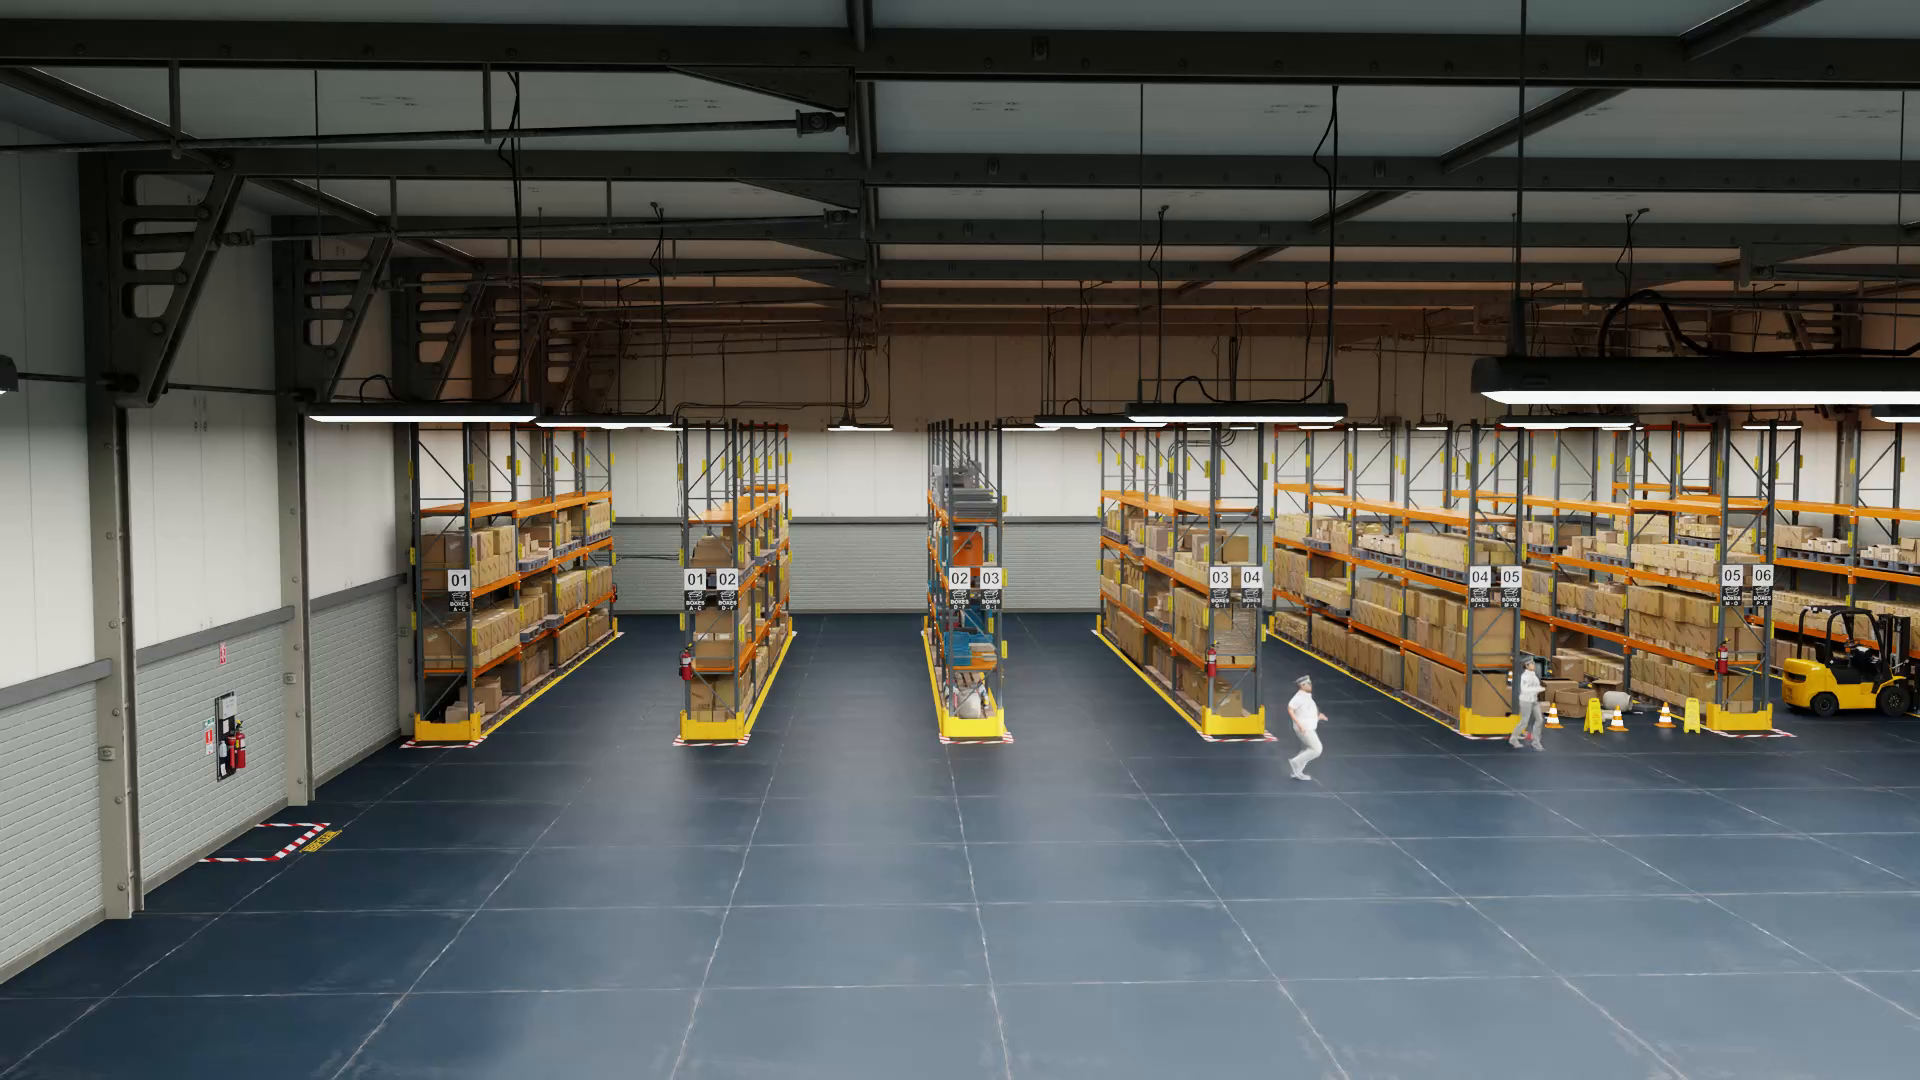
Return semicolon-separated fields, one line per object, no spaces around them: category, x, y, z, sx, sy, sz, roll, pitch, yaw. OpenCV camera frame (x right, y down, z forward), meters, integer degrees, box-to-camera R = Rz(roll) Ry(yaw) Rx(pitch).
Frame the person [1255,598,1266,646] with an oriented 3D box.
person;7.869;2.066;44.205;0.548;1.728;0.683;0;4;2

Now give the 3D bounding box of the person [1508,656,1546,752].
person;10.268;2.958;30.044;0.680;1.748;0.611;3;5;41

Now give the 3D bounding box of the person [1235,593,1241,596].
person;8.086;1.747;48.306;0.944;1.730;0.755;-2;4;-31

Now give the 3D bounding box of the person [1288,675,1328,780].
person;5.746;3.090;27.406;0.597;1.739;0.661;1;4;21
